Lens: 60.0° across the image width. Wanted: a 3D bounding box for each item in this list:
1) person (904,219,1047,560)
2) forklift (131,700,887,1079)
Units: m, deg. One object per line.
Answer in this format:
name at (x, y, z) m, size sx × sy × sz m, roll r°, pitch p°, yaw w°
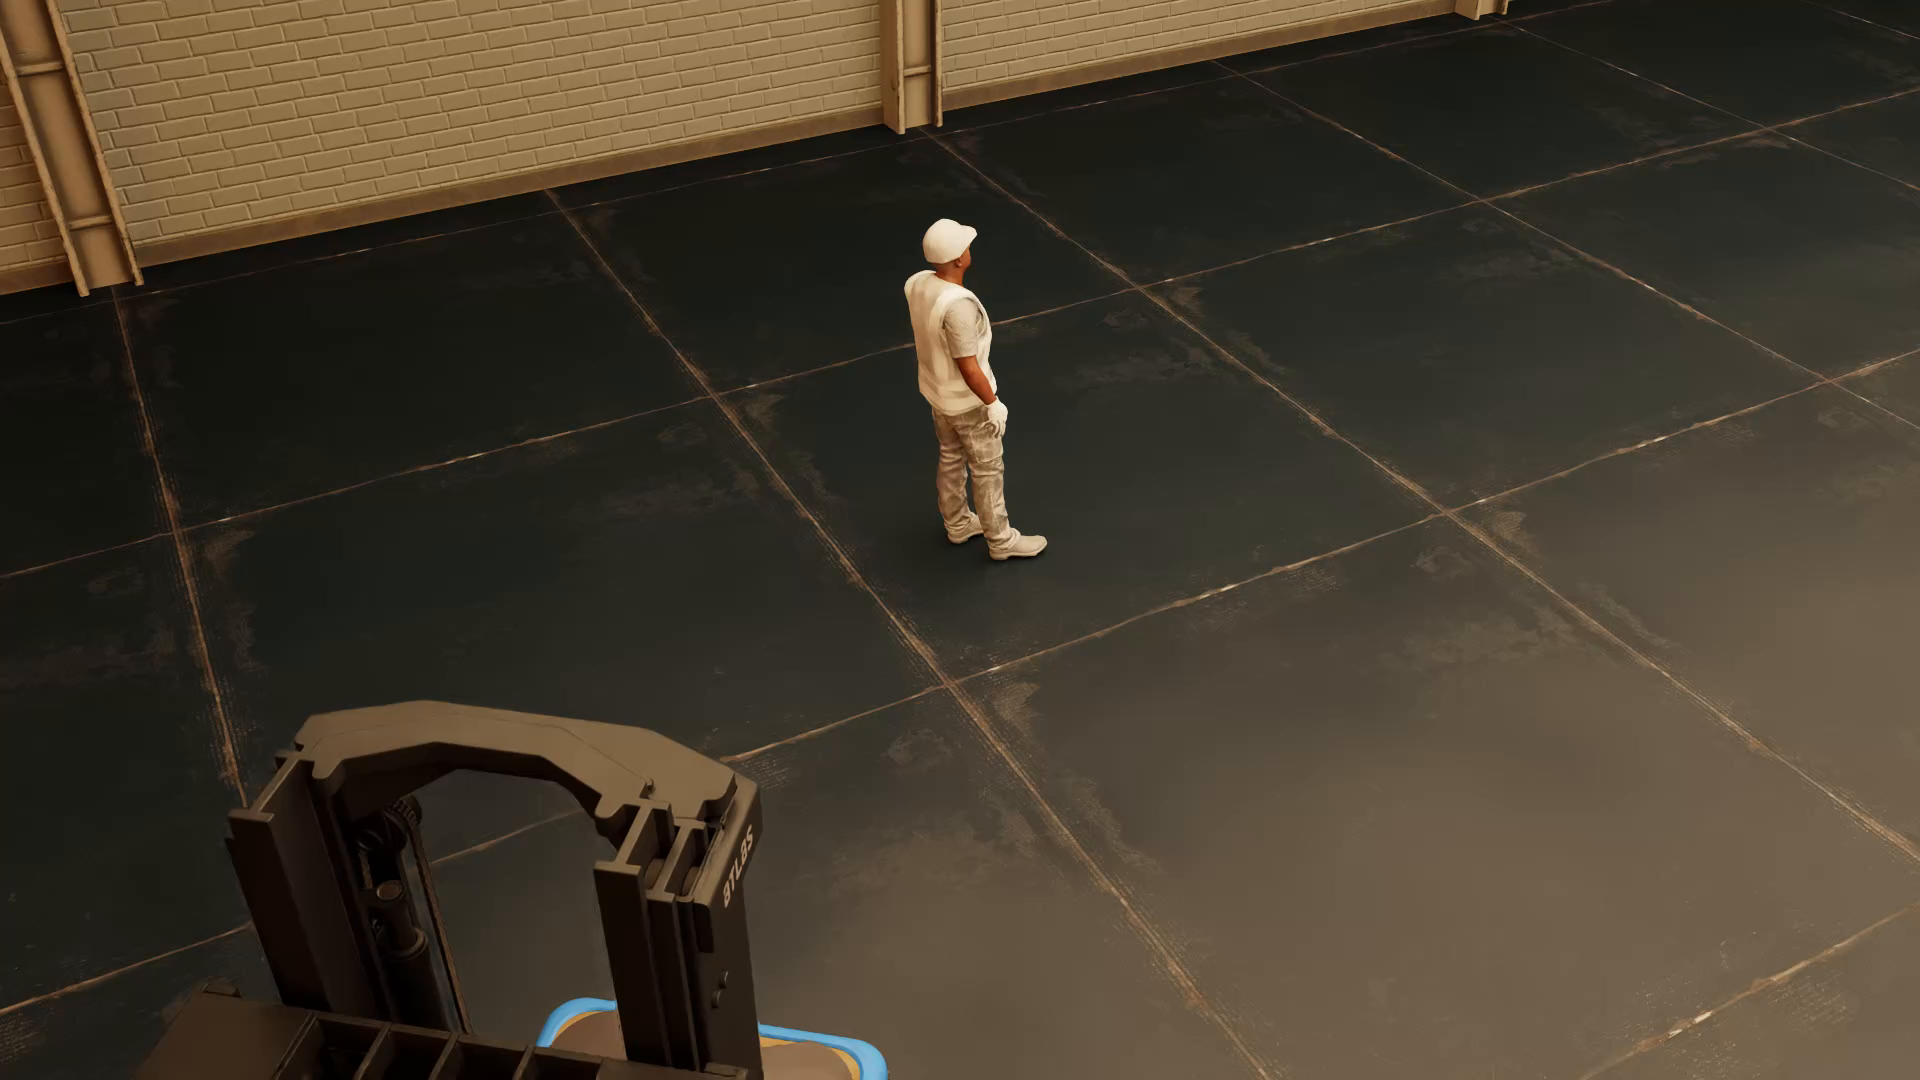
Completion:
person at (0.067, -0.749, 8.164) m, size 0.577 × 1.782 × 0.656 m, roll -17°, pitch 39°, yaw -23°
forklift at (-0.971, 1.908, 3.424) m, size 1.130 × 2.935 × 3.031 m, roll 6°, pitch 36°, yaw 9°
